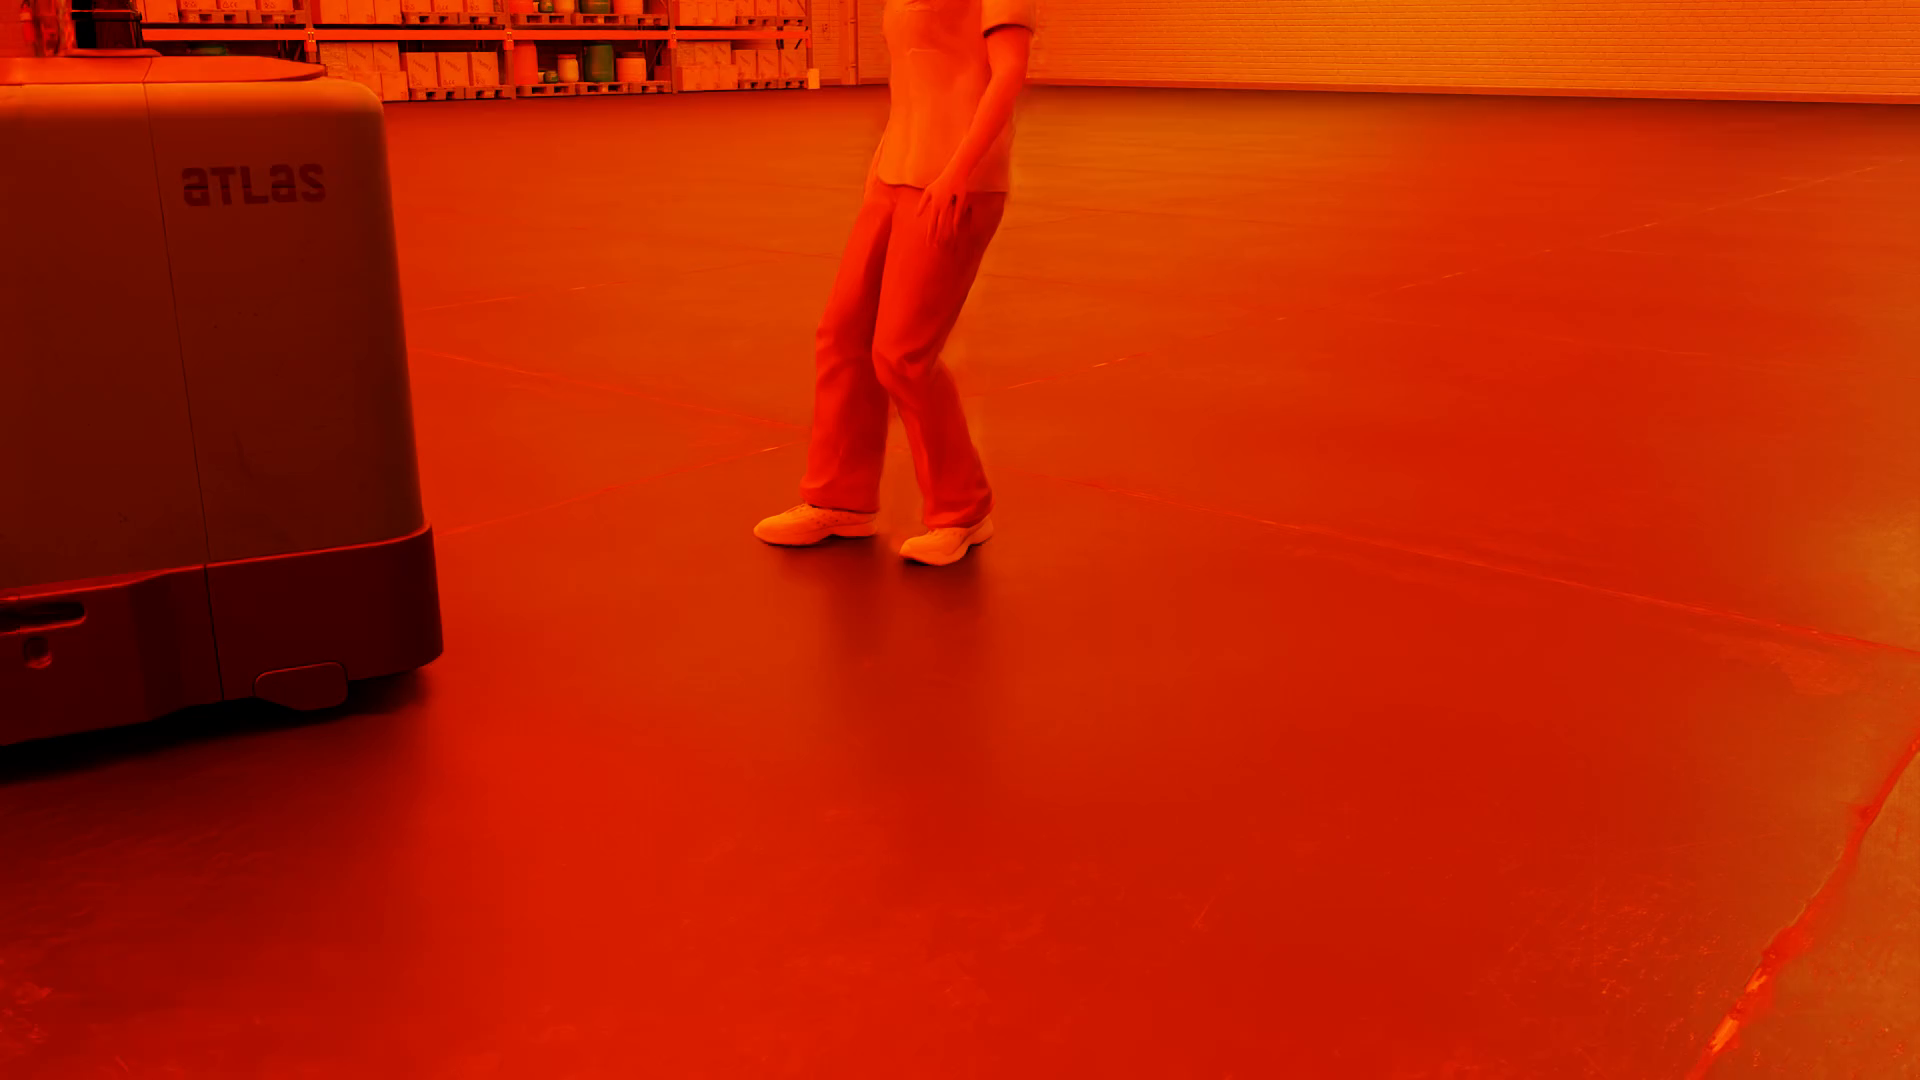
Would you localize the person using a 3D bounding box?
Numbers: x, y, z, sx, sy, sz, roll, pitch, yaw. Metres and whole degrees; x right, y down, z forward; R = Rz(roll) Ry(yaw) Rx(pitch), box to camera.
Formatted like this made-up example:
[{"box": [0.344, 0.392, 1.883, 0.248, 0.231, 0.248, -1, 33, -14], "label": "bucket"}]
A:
[{"box": [-0.142, -0.761, 3.644, 0.608, 1.650, 0.606, -7, 18, -22], "label": "person"}]

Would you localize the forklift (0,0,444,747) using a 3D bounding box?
[{"box": [-2.488, -1.045, 2.338, 3.031, 2.935, 1.130, -9, 19, -26], "label": "forklift"}]
